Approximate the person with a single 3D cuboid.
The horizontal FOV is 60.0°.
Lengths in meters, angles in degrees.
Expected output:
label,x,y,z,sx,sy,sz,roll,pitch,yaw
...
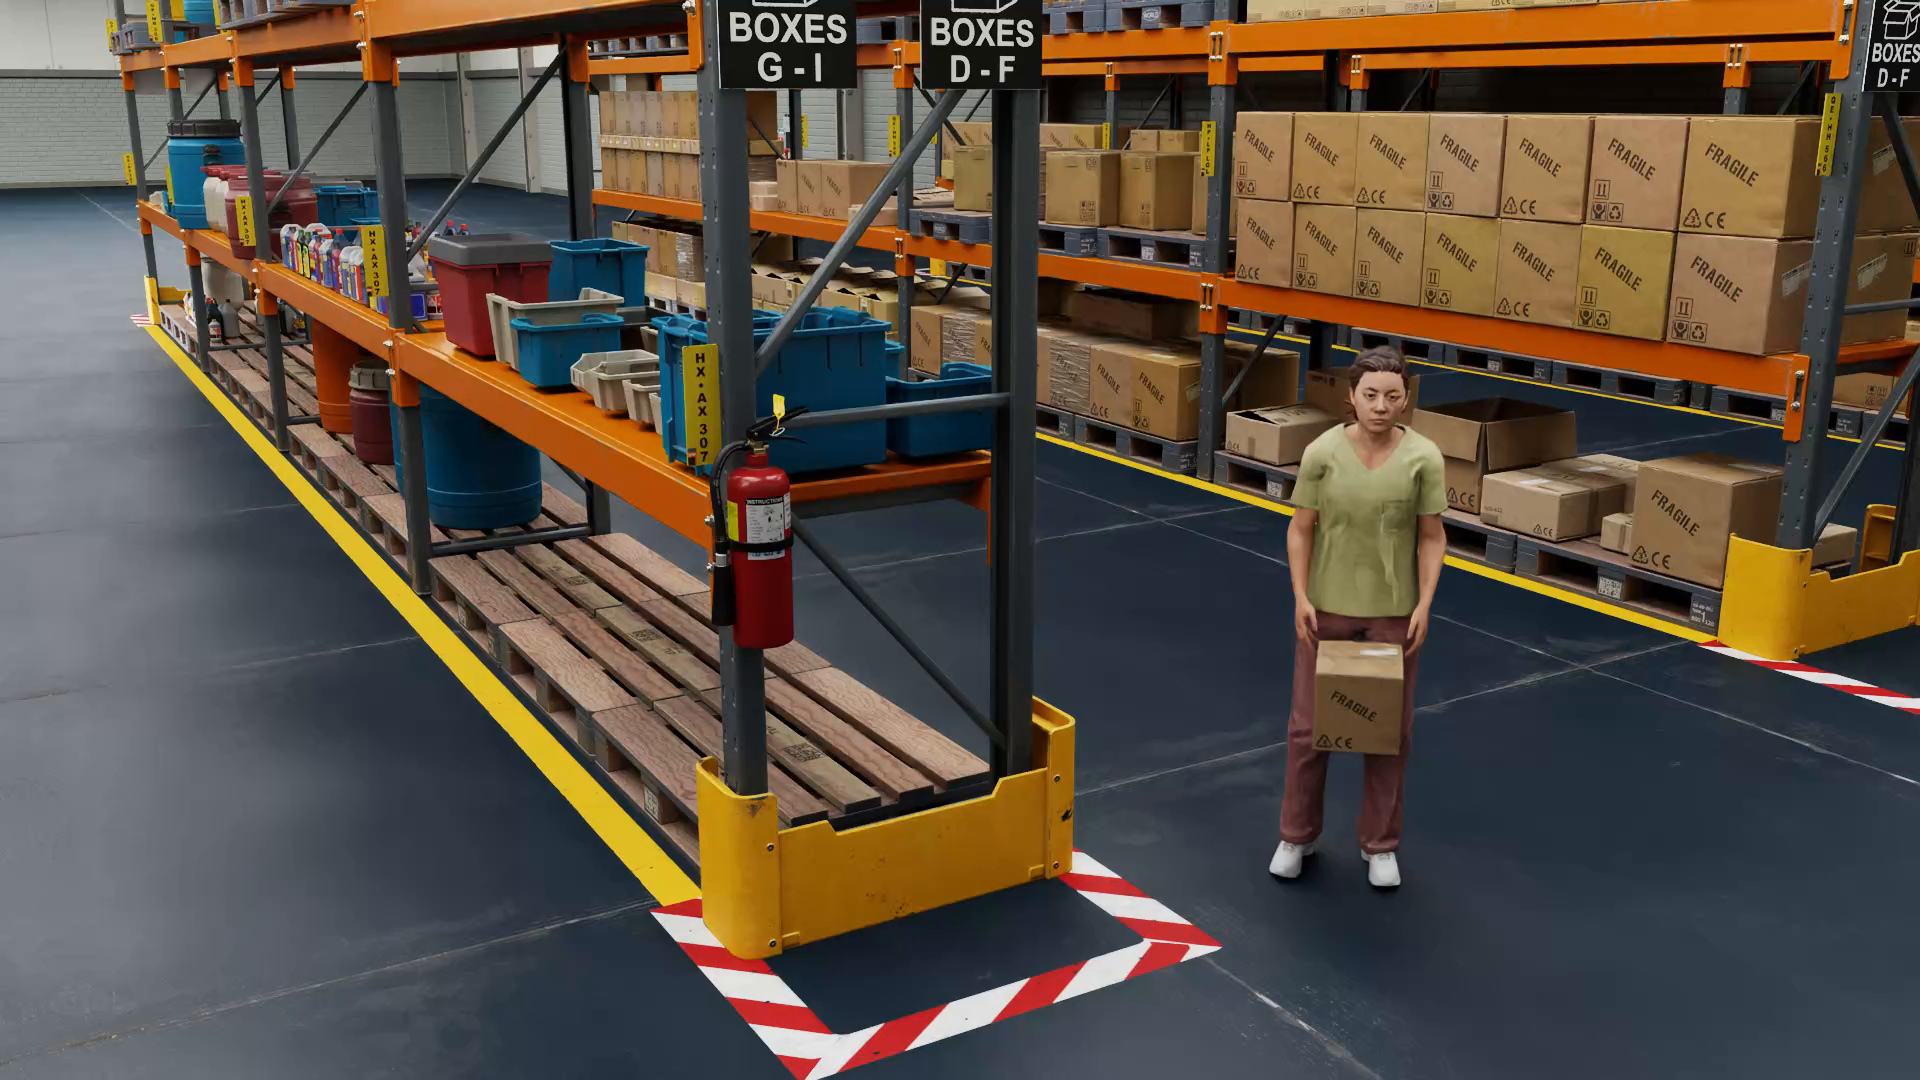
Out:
label,x,y,z,sx,sy,sz,roll,pitch,yaw
person,1.238,0.235,5.129,0.477,1.676,0.361,3,15,12
